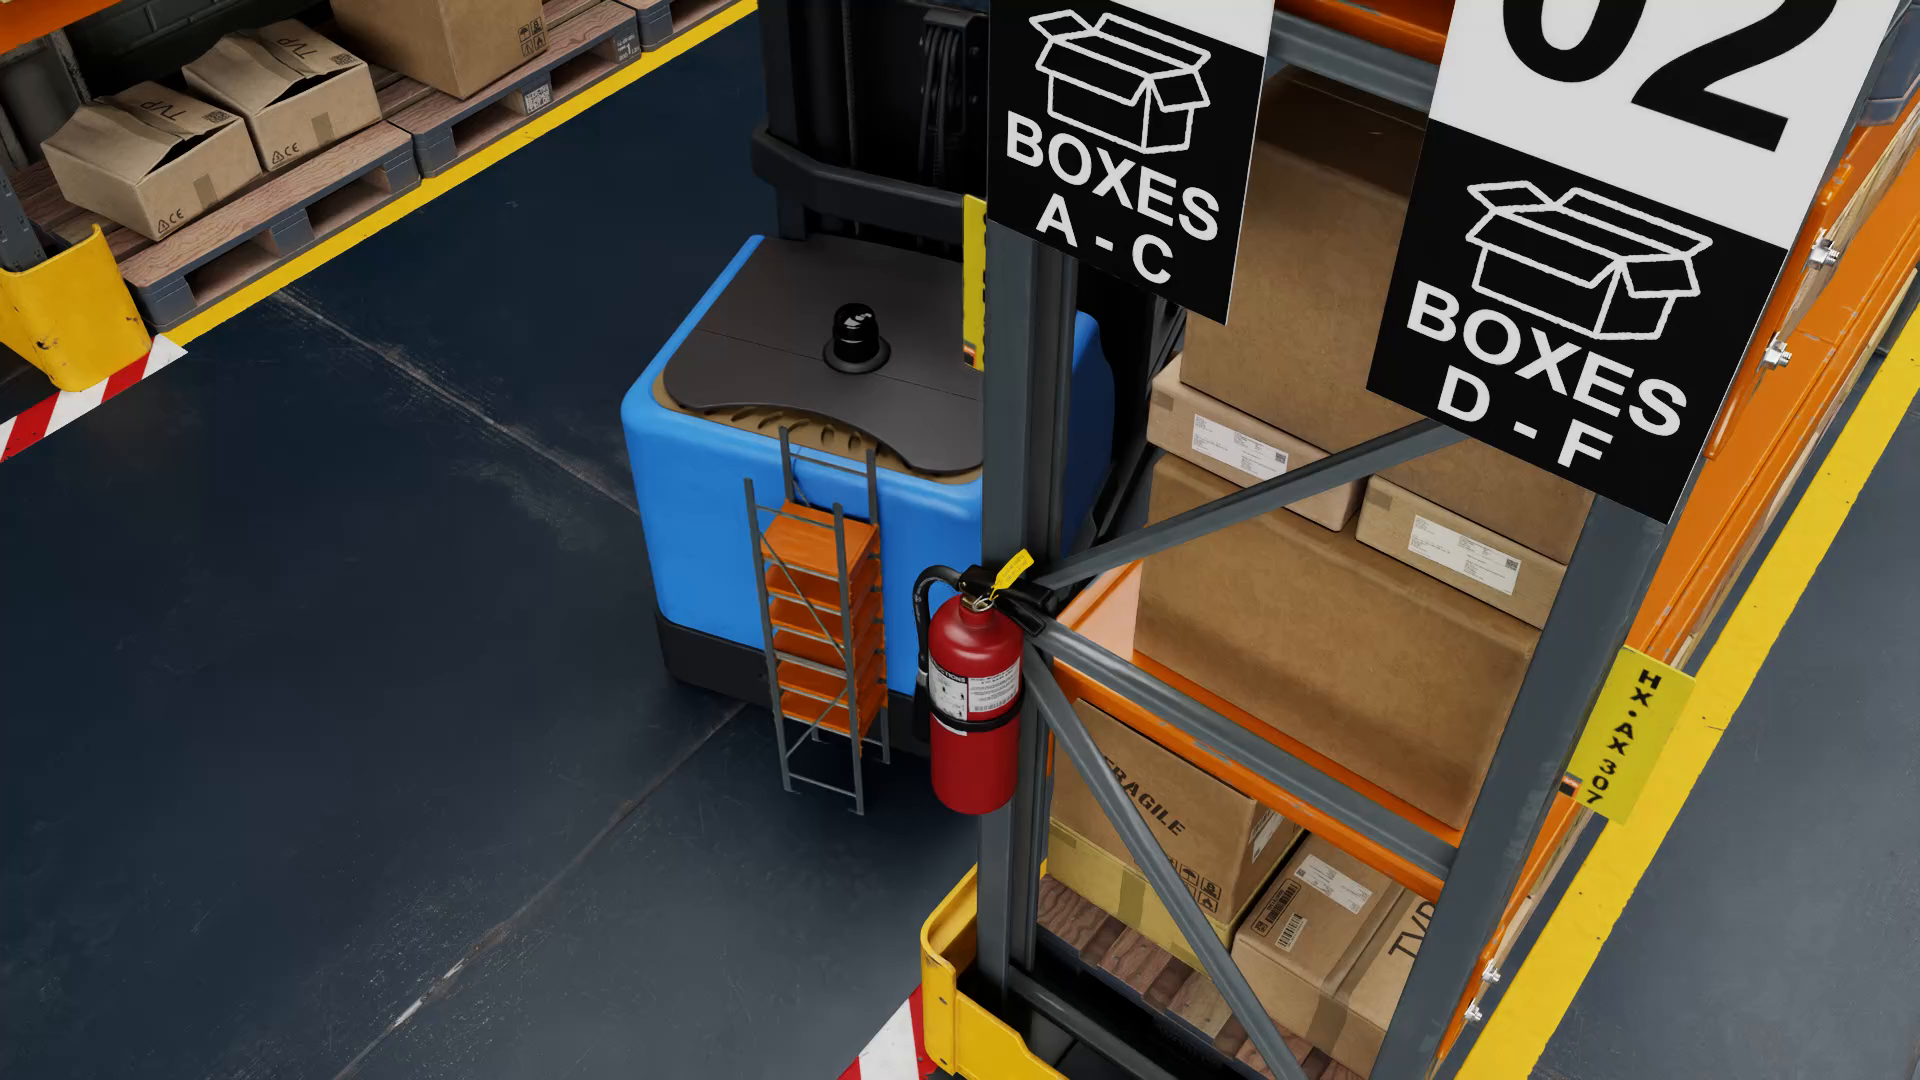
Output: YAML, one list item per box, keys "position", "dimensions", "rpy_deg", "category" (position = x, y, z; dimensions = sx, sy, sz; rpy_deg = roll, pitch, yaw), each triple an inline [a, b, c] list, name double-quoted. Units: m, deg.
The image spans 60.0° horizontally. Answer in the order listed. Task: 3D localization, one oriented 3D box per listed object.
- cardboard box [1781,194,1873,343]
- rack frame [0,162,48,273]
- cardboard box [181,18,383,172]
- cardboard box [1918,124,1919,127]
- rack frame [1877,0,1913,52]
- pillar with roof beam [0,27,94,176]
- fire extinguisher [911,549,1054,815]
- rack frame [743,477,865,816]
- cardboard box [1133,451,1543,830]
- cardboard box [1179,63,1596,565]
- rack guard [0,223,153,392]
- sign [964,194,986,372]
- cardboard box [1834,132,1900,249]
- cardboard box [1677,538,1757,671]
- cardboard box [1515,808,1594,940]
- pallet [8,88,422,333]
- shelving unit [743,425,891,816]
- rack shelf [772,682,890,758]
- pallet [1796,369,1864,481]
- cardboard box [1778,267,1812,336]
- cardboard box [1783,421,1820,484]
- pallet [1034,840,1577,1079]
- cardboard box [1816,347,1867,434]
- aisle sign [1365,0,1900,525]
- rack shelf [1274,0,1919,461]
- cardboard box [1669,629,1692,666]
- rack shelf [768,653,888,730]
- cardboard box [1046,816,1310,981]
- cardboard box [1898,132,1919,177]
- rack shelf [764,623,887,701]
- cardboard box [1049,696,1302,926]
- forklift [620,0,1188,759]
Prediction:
- position: [1.707, -0.835, 3.904]
  dimensions: [0.700, 0.500, 0.500]
  rpy_deg: [31, 54, 26]
  category: "cardboard box"
- position: [-3.455, -1.840, 4.933]
  dimensions: [1.000, 3.000, 0.127]
  rpy_deg: [29, 53, 25]
  category: "rack frame"
- position: [-2.612, -1.745, 6.398]
  dimensions: [0.500, 0.311, 0.500]
  rpy_deg: [34, 55, 28]
  category: "cardboard box"
- position: [1.979, -1.070, 3.680]
  dimensions: [0.380, 0.149, 0.250]
  rpy_deg: [31, 54, 26]
  category: "cardboard box"
- position: [0.468, -1.724, 0.674]
  dimensions: [1.000, 3.000, 0.127]
  rpy_deg: [29, 53, 25]
  category: "rack frame"
- position: [-0.305, -2.792, 1.694]
  dimensions: [9.100, 9.000, 0.400]
  rpy_deg: [29, 53, 25]
  category: "pillar with roof beam"
- position: [0.028, 0.237, 3.003]
  dimensions: [0.296, 0.674, 0.183]
  rpy_deg: [29, 53, 25]
  category: "fire extinguisher"
- position: [-0.373, 0.306, 4.128]
  dimensions: [0.240, 1.200, 0.006]
  rpy_deg: [16, 48, 14]
  category: "rack frame"
- position: [0.763, 0.052, 3.057]
  dimensions: [0.700, 0.500, 0.500]
  rpy_deg: [29, 53, 25]
  category: "cardboard box"
- position: [0.795, -0.426, 2.616]
  dimensions: [0.700, 0.500, 0.500]
  rpy_deg: [29, 53, 25]
  category: "cardboard box"
- position: [-3.408, -1.020, 5.878]
  dimensions: [1.175, 0.500, 0.348]
  rpy_deg: [29, 53, 25]
  category: "rack guard"
- position: [0.047, -0.381, 2.575]
  dimensions: [0.100, 0.325, 0.005]
  rpy_deg: [29, 53, 25]
  category: "sign"
- position: [1.664, -0.778, 3.401]
  dimensions: [0.380, 0.149, 0.250]
  rpy_deg: [29, 53, 25]
  category: "cardboard box"
- position: [1.890, 0.087, 4.704]
  dimensions: [0.500, 0.250, 0.500]
  rpy_deg: [29, 53, 25]
  category: "cardboard box"
- position: [1.274, 0.657, 4.159]
  dimensions: [0.500, 0.250, 0.500]
  rpy_deg: [29, 53, 25]
  category: "cardboard box"
- position: [-2.884, -1.369, 6.412]
  dimensions: [1.003, 0.211, 1.213]
  rpy_deg: [29, 53, 25]
  category: "pallet"
- position: [-0.340, 0.244, 4.187]
  dimensions: [0.258, 1.200, 0.189]
  rpy_deg: [16, 48, 14]
  category: "shelving unit"
- position: [-0.340, 0.440, 4.393]
  dimensions: [0.258, 0.103, 0.180]
  rpy_deg: [16, 48, 14]
  category: "rack shelf"
- position: [2.394, -0.541, 5.621]
  dimensions: [1.003, 0.211, 1.213]
  rpy_deg: [29, 53, 25]
  category: "pallet"
- position: [1.347, -0.478, 3.114]
  dimensions: [0.380, 0.149, 0.250]
  rpy_deg: [28, 53, 24]
  category: "cardboard box"
- position: [2.185, -0.464, 4.712]
  dimensions: [0.500, 0.500, 0.500]
  rpy_deg: [29, 53, 25]
  category: "cardboard box"
- position: [0.902, 0.855, 4.287]
  dimensions: [1.003, 0.211, 1.213]
  rpy_deg: [29, 53, 25]
  category: "pallet"
- position: [2.489, -0.492, 5.257]
  dimensions: [0.500, 0.250, 0.500]
  rpy_deg: [29, 53, 25]
  category: "cardboard box"
- position: [0.670, -0.377, 1.738]
  dimensions: [0.394, 0.787, 0.004]
  rpy_deg: [29, 53, 25]
  category: "aisle sign"
- position: [1.690, -1.584, 3.112]
  dimensions: [1.077, 0.370, 4.000]
  rpy_deg: [29, 53, 25]
  category: "rack shelf"
- position: [1.571, 0.107, 4.166]
  dimensions: [0.500, 0.500, 0.500]
  rpy_deg: [29, 53, 25]
  category: "cardboard box"
- position: [-0.340, 0.357, 4.306]
  dimensions: [0.258, 0.103, 0.180]
  rpy_deg: [16, 48, 14]
  category: "rack shelf"
- position: [0.562, 0.715, 4.103]
  dimensions: [0.500, 0.250, 0.500]
  rpy_deg: [29, 53, 25]
  category: "cardboard box"
- position: [2.330, -1.414, 4.457]
  dimensions: [0.700, 0.500, 0.500]
  rpy_deg: [29, 53, 25]
  category: "cardboard box"
- position: [-0.340, 0.275, 4.219]
  dimensions: [0.258, 0.103, 0.180]
  rpy_deg: [16, 48, 14]
  category: "rack shelf"
- position: [0.560, 0.455, 3.833]
  dimensions: [0.500, 0.500, 0.500]
  rpy_deg: [29, 53, 25]
  category: "cardboard box"
- position: [0.144, -1.471, 4.628]
  dimensions: [1.130, 2.935, 3.031]
  rpy_deg: [16, 48, 14]
  category: "forklift"
